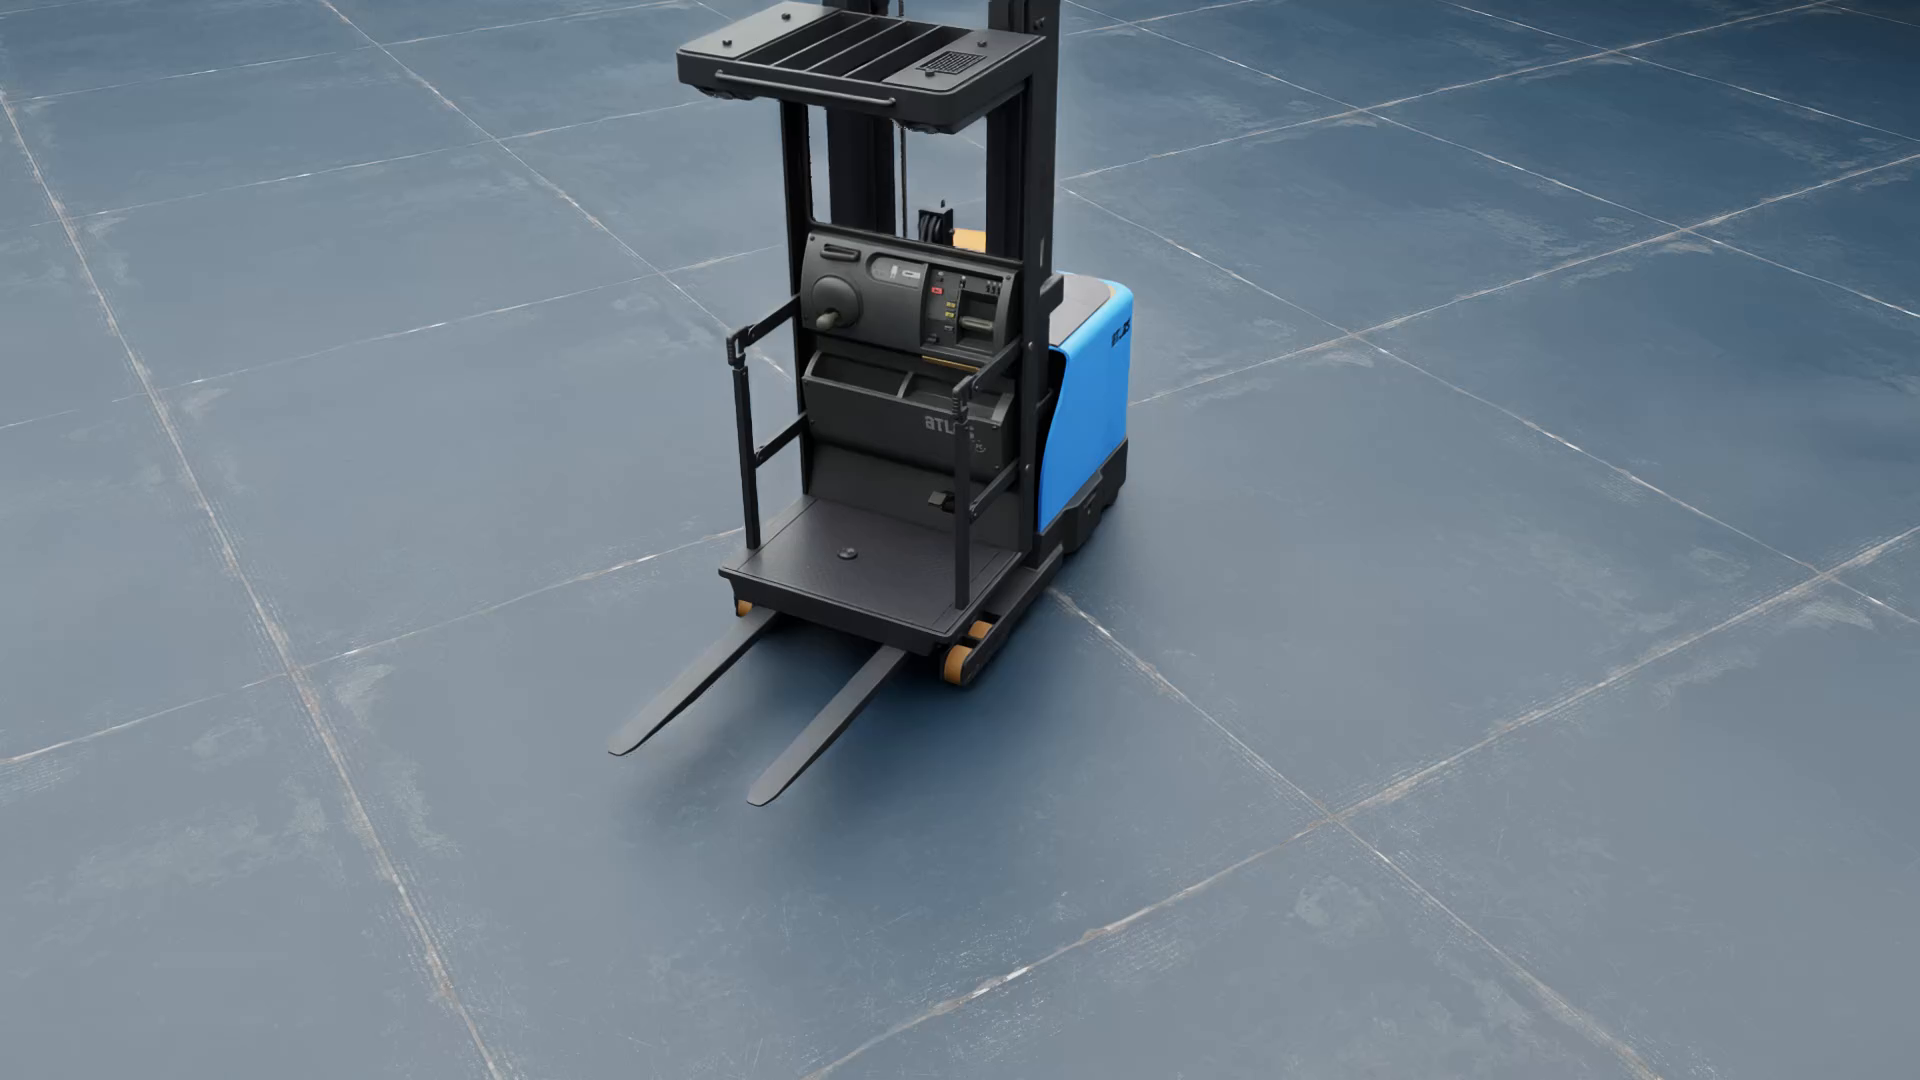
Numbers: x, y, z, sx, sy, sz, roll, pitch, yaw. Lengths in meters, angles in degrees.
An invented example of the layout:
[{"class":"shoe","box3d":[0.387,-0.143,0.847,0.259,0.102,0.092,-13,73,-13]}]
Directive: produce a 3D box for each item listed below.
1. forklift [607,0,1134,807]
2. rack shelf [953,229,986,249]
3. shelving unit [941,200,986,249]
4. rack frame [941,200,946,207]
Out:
[{"class":"forklift","box3d":[-0.312,-0.914,6.453,1.130,2.935,3.031,15,35,23]},{"class":"rack shelf","box3d":[0.114,-1.388,8.087,0.480,0.148,0.258,10,33,16]},{"class":"shelving unit","box3d":[0.112,-1.054,8.293,0.503,1.200,0.258,10,33,16]},{"class":"rack frame","box3d":[-0.118,-1.096,8.360,0.015,1.200,0.240,10,33,16]}]
